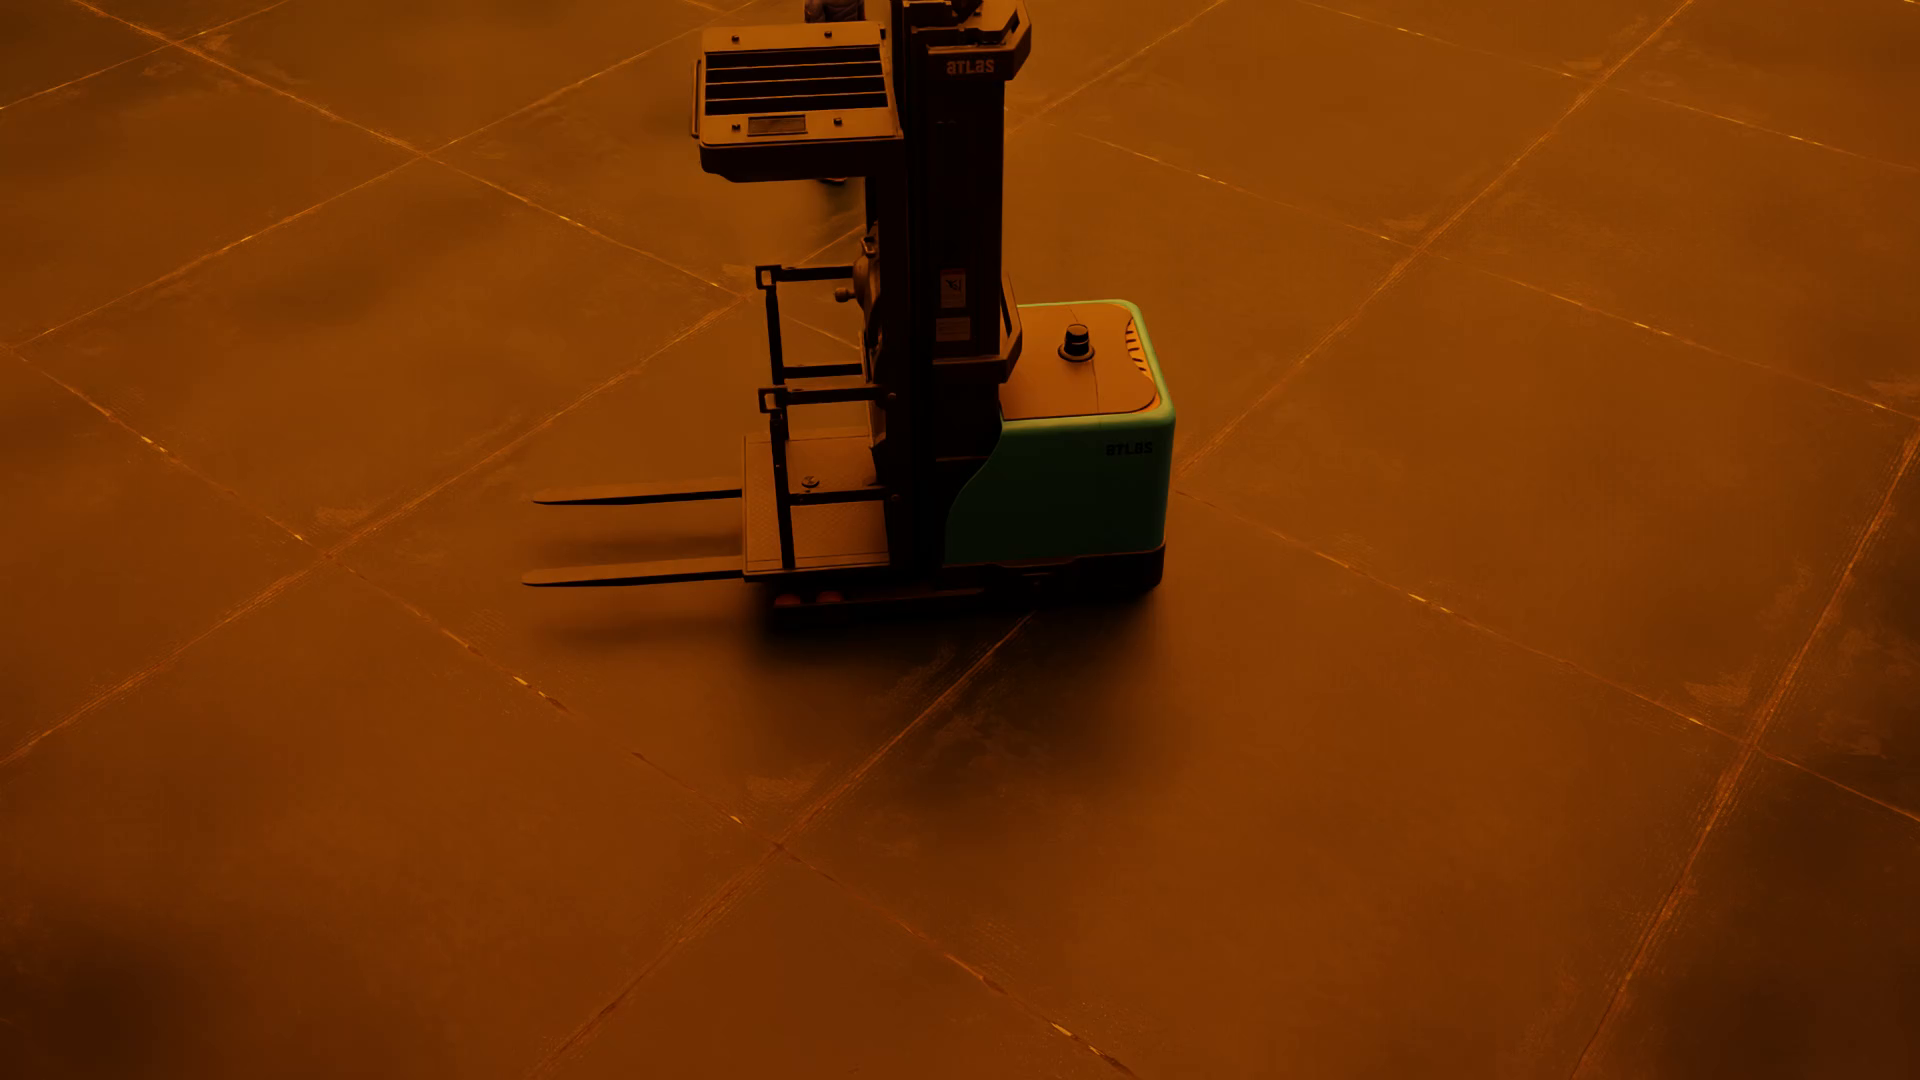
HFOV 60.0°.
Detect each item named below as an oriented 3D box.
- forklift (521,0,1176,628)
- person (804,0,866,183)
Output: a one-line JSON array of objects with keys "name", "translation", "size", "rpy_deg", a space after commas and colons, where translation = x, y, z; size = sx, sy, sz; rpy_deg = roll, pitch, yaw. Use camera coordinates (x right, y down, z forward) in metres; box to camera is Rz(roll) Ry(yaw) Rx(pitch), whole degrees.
[{"name": "forklift", "translation": [-0.576, -1.063, 7.321], "size": [3.031, 2.935, 1.130], "rpy_deg": [-4, 41, -5]}, {"name": "person", "translation": [-0.871, -3.089, 10.671], "size": [0.504, 1.654, 0.570], "rpy_deg": [30, 49, 31]}]
